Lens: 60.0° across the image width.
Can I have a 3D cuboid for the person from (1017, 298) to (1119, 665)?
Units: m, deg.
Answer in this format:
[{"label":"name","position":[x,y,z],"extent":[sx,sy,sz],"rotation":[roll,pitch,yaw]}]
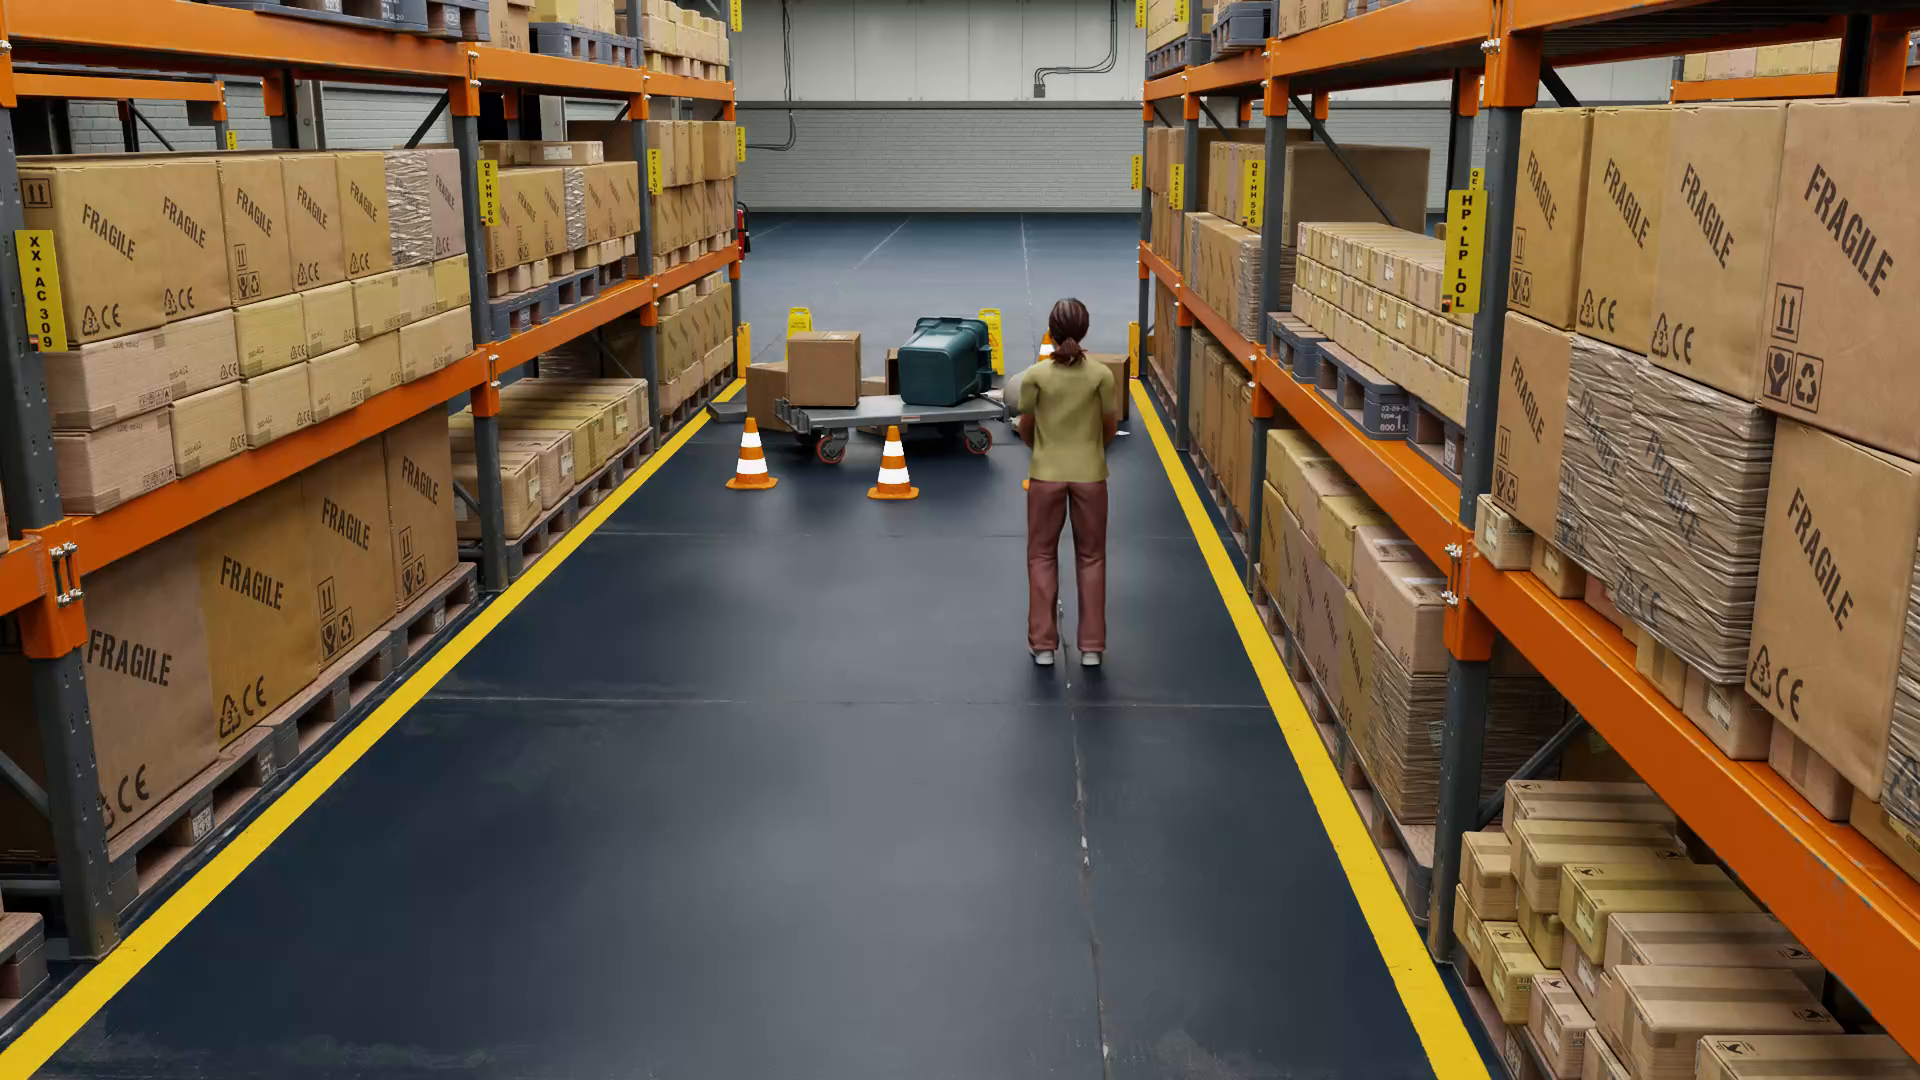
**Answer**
[{"label":"person","position":[0.485,-0.271,7.592],"extent":[0.452,1.672,0.523],"rotation":[0,14,1]}]
